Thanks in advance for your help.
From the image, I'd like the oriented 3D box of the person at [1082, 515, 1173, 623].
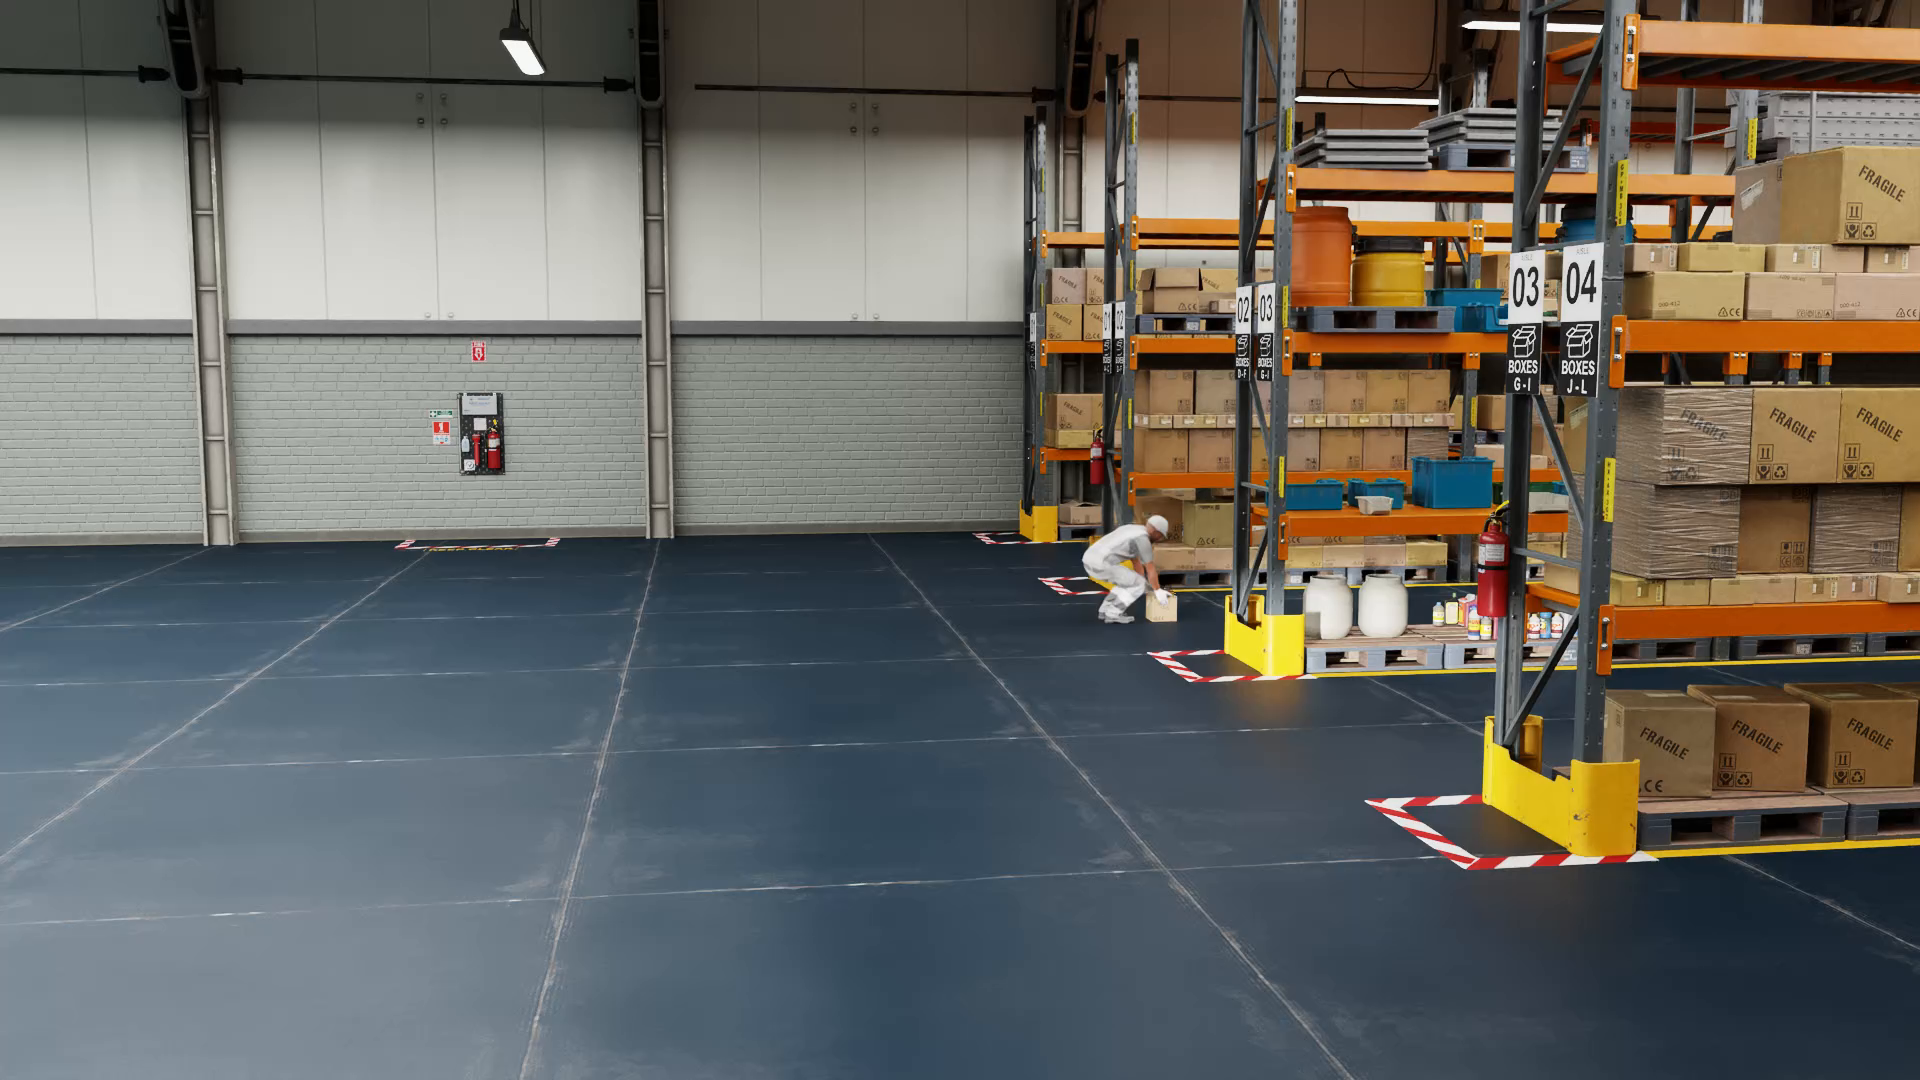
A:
[{"bbox_3d":[1.641,0.281,16.469,0.872,1.040,0.577,-1,6,-9],"label":"person"}]
